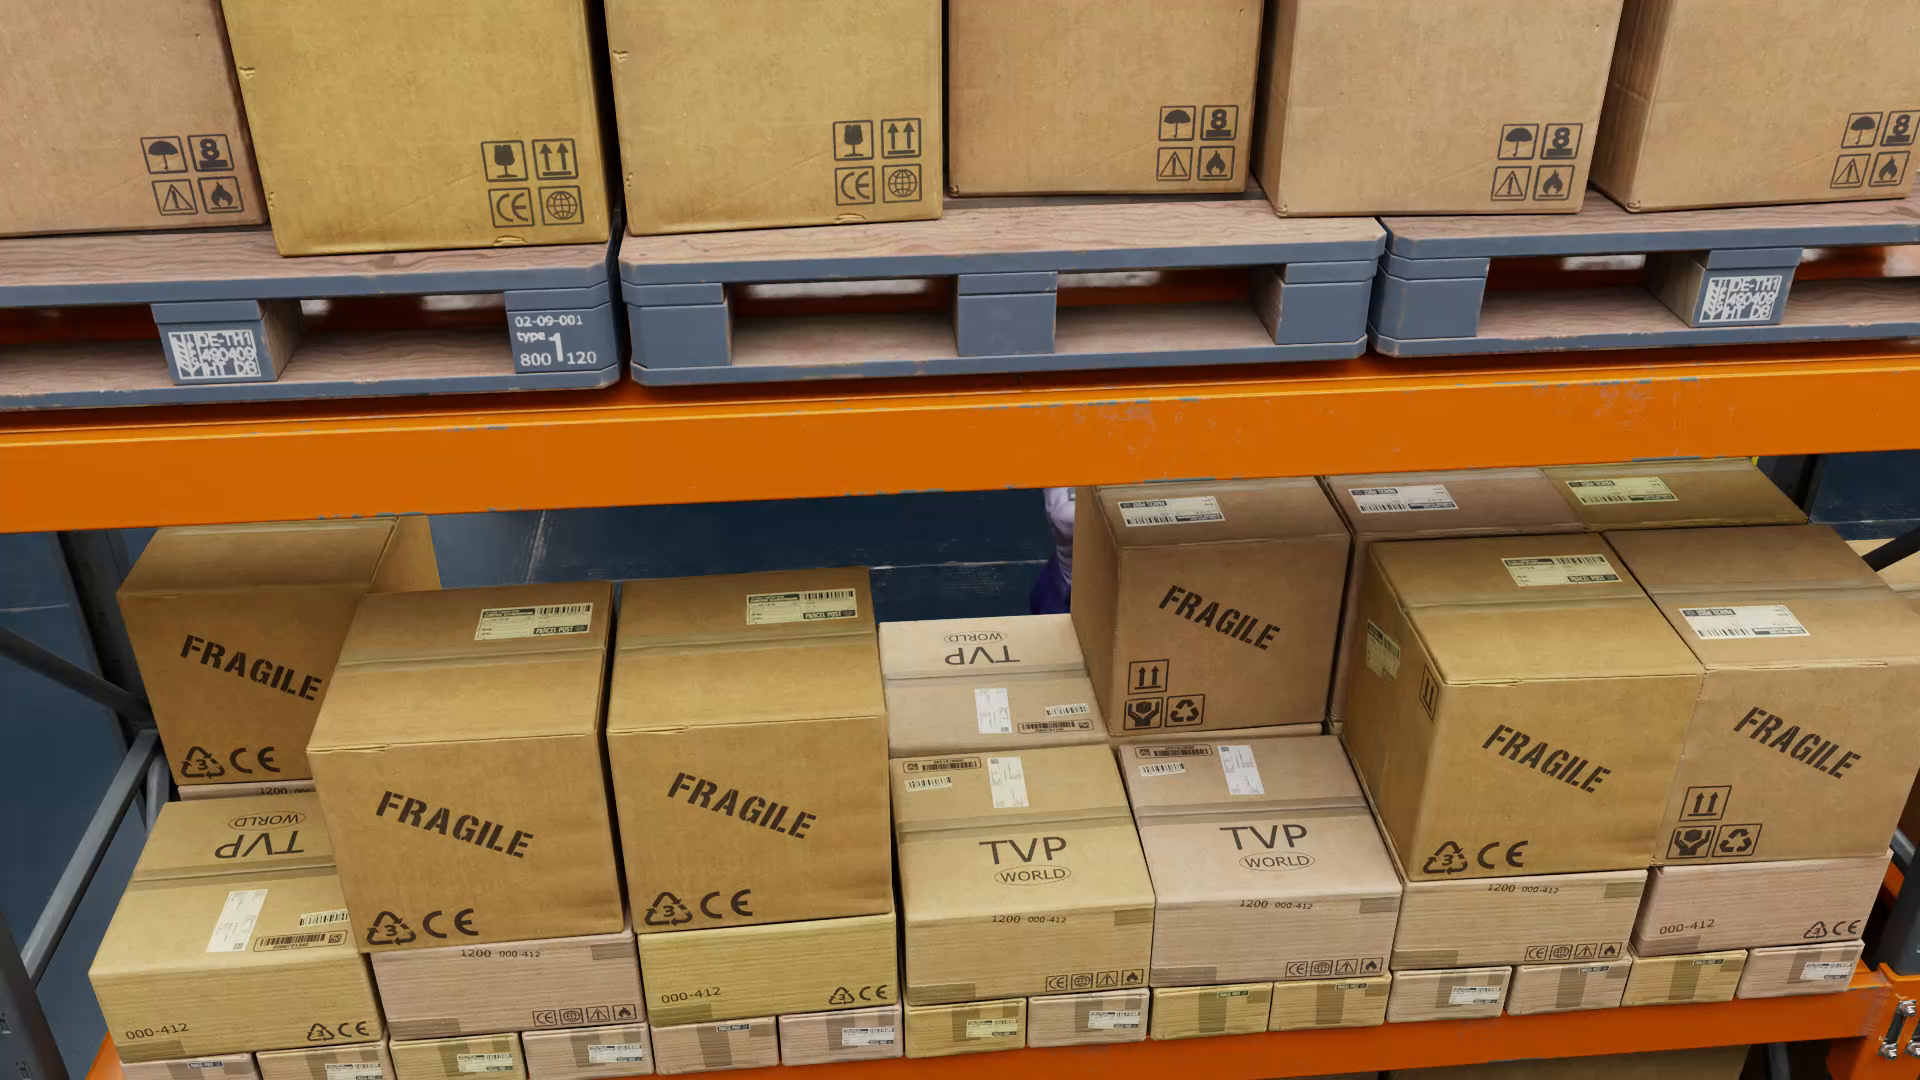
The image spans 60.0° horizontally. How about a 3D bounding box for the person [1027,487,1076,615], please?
[{"bbox_3d":[0.431,0.257,5.731,0.367,1.639,0.564,-4,32,-7],"label":"person"}]
